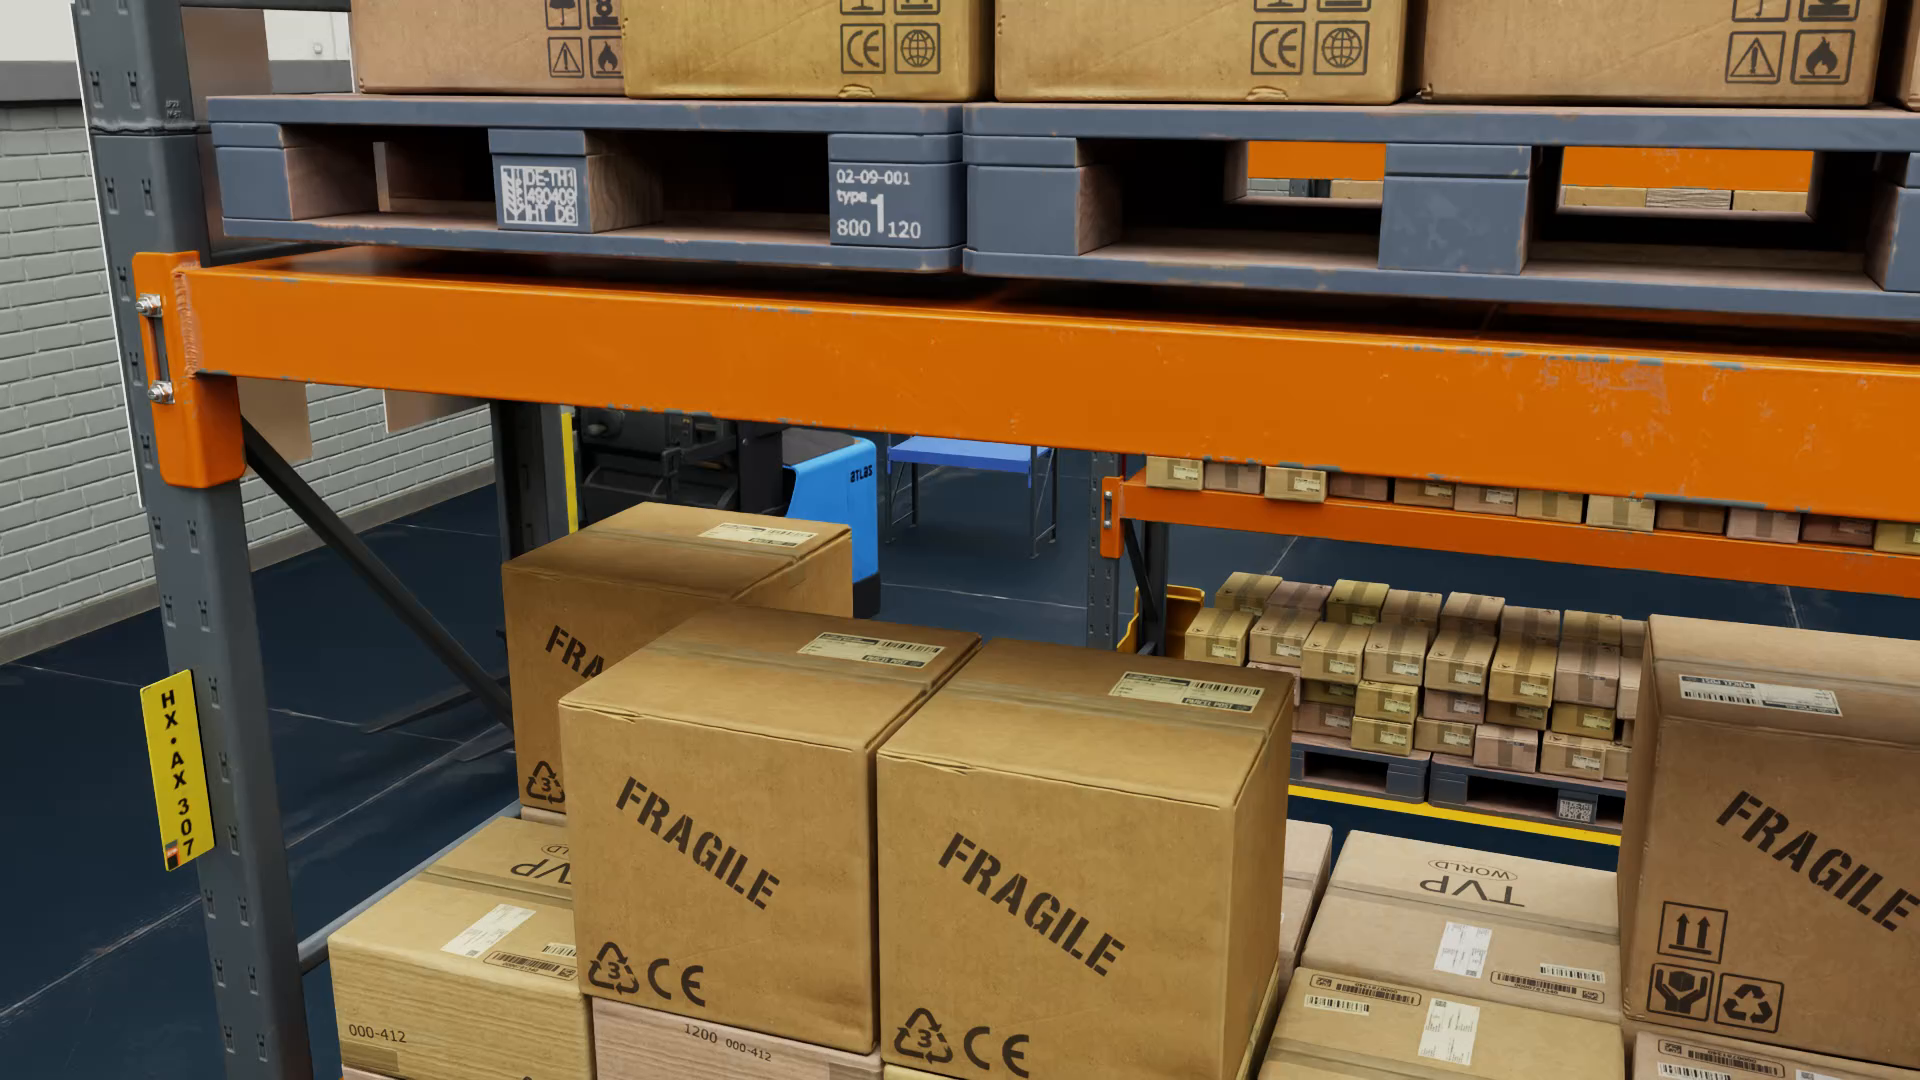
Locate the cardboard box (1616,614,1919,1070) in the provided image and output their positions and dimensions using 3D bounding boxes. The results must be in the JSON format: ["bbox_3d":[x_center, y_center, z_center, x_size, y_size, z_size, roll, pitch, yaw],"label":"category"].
[{"bbox_3d":[1.334,0.454,2.621,0.500,0.500,0.500,6,17,19],"label":"cardboard box"}]

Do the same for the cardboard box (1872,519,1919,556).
[{"bbox_3d":[3.682,-0.060,6.452,0.250,0.149,0.380,7,18,23],"label":"cardboard box"}]

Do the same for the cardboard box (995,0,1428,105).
[{"bbox_3d":[0.387,-0.875,2.314,0.500,0.500,0.700,5,17,17],"label":"cardboard box"}]

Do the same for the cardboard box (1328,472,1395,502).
[{"bbox_3d":[1.774,-0.294,7.258,0.250,0.149,0.380,7,18,23],"label":"cardboard box"}]

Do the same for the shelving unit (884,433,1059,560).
[{"bbox_3d":[0.079,-0.712,10.934,1.048,1.500,0.538,6,17,21],"label":"shelving unit"}]

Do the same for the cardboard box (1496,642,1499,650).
[{"bbox_3d":[2.617,0.557,7.701,0.250,0.149,0.380,7,18,23],"label":"cardboard box"}]

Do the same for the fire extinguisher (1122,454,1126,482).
[{"bbox_3d":[0.754,-0.510,8.358,0.183,0.674,0.296,6,17,21],"label":"fire extinguisher"}]

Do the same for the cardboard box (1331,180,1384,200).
[{"bbox_3d":[2.884,-2.280,11.675,0.500,0.500,0.500,6,17,19],"label":"cardboard box"}]

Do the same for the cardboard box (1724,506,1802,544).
[{"bbox_3d":[3.188,-0.113,6.634,0.250,0.149,0.380,5,17,18],"label":"cardboard box"}]

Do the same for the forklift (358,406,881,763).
[{"bbox_3d":[-1.636,-0.655,8.174,1.130,2.935,3.031,9,19,29],"label":"forklift"}]

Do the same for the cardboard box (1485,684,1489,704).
[{"bbox_3d":[2.371,0.667,7.855,0.250,0.149,0.380,5,17,18],"label":"cardboard box"}]

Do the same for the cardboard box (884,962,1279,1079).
[{"bbox_3d":[0.205,0.847,2.610,0.500,0.250,0.500,6,17,19],"label":"cardboard box"}]

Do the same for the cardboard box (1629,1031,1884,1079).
[{"bbox_3d":[1.162,0.952,2.250,0.500,0.250,0.500,7,17,22],"label":"cardboard box"}]

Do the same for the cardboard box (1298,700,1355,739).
[{"bbox_3d":[1.696,0.752,7.562,0.250,0.149,0.380,6,17,21],"label":"cardboard box"}]

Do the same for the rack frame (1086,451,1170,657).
[{"bbox_3d":[0.819,-0.581,7.794,0.127,3.000,1.000,6,17,21],"label":"rack frame"}]

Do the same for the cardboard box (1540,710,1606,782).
[{"bbox_3d":[2.633,0.878,7.129,0.250,0.149,0.380,6,17,21],"label":"cardboard box"}]

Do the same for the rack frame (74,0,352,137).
[{"bbox_3d":[-1.095,-2.186,2.562,0.127,3.000,1.000,6,17,21],"label":"rack frame"}]

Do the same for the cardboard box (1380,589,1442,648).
[{"bbox_3d":[2.123,0.366,7.825,0.250,0.149,0.380,6,17,18],"label":"cardboard box"}]

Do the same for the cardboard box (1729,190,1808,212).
[{"bbox_3d":[5.253,-2.025,10.795,0.500,0.500,0.500,6,17,20],"label":"cardboard box"}]

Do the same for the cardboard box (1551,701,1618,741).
[{"bbox_3d":[2.702,0.713,7.165,0.250,0.149,0.380,7,18,23],"label":"cardboard box"}]

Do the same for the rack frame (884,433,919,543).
[{"bbox_3d":[-0.394,-0.764,11.114,0.032,1.500,0.500,6,17,21],"label":"rack frame"}]

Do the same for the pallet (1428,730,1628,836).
[{"bbox_3d":[2.764,0.984,7.407,1.213,0.211,1.003,6,17,21],"label":"pallet"}]

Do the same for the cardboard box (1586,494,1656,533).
[{"bbox_3d":[2.708,-0.161,6.798,0.250,0.149,0.380,7,17,22],"label":"cardboard box"}]

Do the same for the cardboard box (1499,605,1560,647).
[{"bbox_3d":[2.597,0.435,7.588,0.250,0.149,0.380,6,17,19],"label":"cardboard box"}]

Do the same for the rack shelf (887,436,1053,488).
[{"bbox_3d":[0.079,-0.539,10.985,1.000,0.185,0.538,6,17,21],"label":"rack shelf"}]

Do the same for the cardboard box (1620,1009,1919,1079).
[{"bbox_3d":[1.341,0.814,2.726,0.500,0.250,0.500,7,17,22],"label":"cardboard box"}]

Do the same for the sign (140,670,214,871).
[{"bbox_3d":[-1.304,0.385,2.773,0.005,0.325,0.100,6,17,21],"label":"sign"}]

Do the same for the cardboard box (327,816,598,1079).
[{"bbox_3d":[-0.747,0.743,2.968,0.500,0.250,0.500,6,17,19],"label":"cardboard box"}]

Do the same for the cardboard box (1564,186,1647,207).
[{"bbox_3d":[4.313,-2.128,11.150,0.500,0.500,0.500,6,17,21],"label":"cardboard box"}]

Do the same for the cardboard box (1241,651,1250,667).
[{"bbox_3d":[1.213,0.564,7.678,0.250,0.149,0.380,7,18,23],"label":"cardboard box"}]

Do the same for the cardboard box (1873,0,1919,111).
[{"bbox_3d":[1.378,-0.755,1.900,0.500,0.500,0.700,7,18,23],"label":"cardboard box"}]

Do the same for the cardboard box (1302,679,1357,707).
[{"bbox_3d":[1.707,0.609,7.524,0.250,0.149,0.380,7,17,21],"label":"cardboard box"}]

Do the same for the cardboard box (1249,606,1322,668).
[{"bbox_3d":[1.483,0.440,7.572,0.250,0.149,0.380,7,17,22],"label":"cardboard box"}]

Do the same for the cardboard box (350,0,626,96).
[{"bbox_3d":[-0.591,-1.004,2.759,0.500,0.500,0.700,5,17,17],"label":"cardboard box"}]

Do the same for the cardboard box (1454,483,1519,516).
[{"bbox_3d":[2.237,-0.228,7.028,0.250,0.149,0.380,6,17,20],"label":"cardboard box"}]

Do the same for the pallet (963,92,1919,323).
[{"bbox_3d":[0.738,-0.505,2.313,1.213,0.211,1.003,6,17,21],"label":"pallet"}]

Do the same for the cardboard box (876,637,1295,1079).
[{"bbox_3d":[0.202,0.486,2.510,0.500,0.500,0.500,6,17,19],"label":"cardboard box"}]

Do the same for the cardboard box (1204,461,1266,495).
[{"bbox_3d":[1.252,-0.327,7.370,0.250,0.149,0.380,7,18,23],"label":"cardboard box"}]

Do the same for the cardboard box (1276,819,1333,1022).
[{"bbox_3d":[0.399,0.709,3.086,0.500,0.250,0.500,6,17,19],"label":"cardboard box"}]

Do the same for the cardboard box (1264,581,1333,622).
[{"bbox_3d":[1.617,0.330,7.950,0.250,0.149,0.380,7,17,22],"label":"cardboard box"}]

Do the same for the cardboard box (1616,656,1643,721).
[{"bbox_3d":[2.874,0.627,6.928,0.250,0.149,0.380,6,17,19],"label":"cardboard box"}]

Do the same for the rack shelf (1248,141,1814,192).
[{"bbox_3d":[2.680,-1.471,6.772,4.000,0.370,1.077,6,17,21],"label":"rack shelf"}]

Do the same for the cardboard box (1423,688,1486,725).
[{"bbox_3d":[2.187,0.666,7.328,0.250,0.149,0.380,5,17,18],"label":"cardboard box"}]

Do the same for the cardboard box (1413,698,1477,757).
[{"bbox_3d":[2.166,0.808,7.369,0.250,0.149,0.380,6,17,21],"label":"cardboard box"}]

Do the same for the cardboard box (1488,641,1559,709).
[{"bbox_3d":[2.414,0.572,7.116,0.250,0.149,0.380,7,17,21],"label":"cardboard box"}]

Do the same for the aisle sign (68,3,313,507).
[{"bbox_3d":[-1.272,-0.483,2.794,0.004,0.787,0.394,6,17,21],"label":"aisle sign"}]

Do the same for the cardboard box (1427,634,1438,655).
[{"bbox_3d":[2.111,0.531,7.793,0.250,0.149,0.380,6,17,20],"label":"cardboard box"}]

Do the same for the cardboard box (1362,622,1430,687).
[{"bbox_3d":[1.931,0.502,7.356,0.250,0.149,0.380,5,17,18],"label":"cardboard box"}]

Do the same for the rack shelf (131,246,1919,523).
[{"bbox_3d":[0.766,-0.195,2.376,4.000,0.370,1.077,6,17,21],"label":"rack shelf"}]

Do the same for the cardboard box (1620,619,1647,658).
[{"bbox_3d":[3.067,0.490,7.399,0.250,0.149,0.380,6,17,18],"label":"cardboard box"}]
